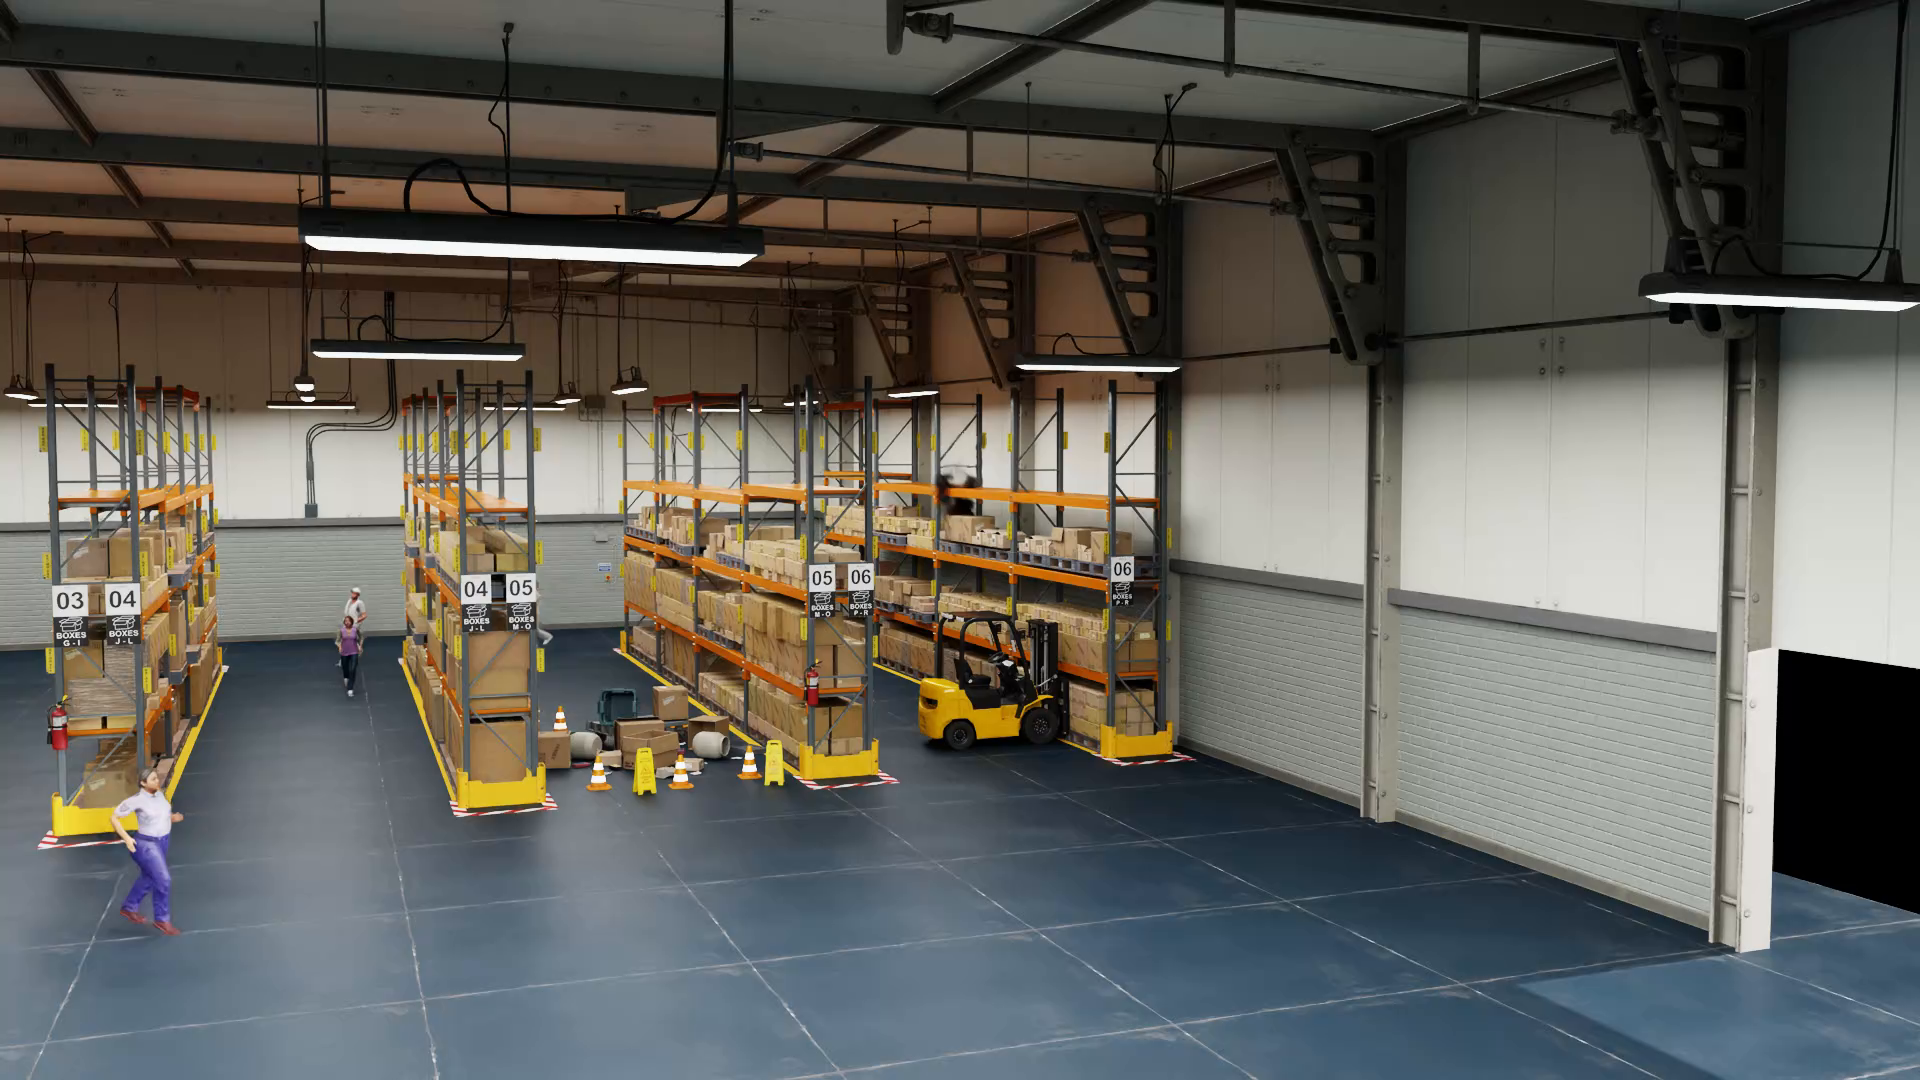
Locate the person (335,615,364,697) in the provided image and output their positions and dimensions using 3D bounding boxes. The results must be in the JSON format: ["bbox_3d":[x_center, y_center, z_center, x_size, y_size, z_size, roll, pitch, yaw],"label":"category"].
[{"bbox_3d":[-12.157,2.292,33.135,0.552,1.584,0.805,-1,4,-19],"label":"person"}]

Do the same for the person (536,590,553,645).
[{"bbox_3d":[-10.243,1.834,40.172,0.795,1.685,0.569,-1,3,-13],"label":"person"}]

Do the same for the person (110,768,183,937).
[{"bbox_3d":[-8.304,3.192,17.013,0.770,1.696,0.580,0,3,5],"label":"person"}]

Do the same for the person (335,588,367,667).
[{"bbox_3d":[-13.689,1.948,37.428,0.722,1.760,0.766,2,4,25],"label":"person"}]
